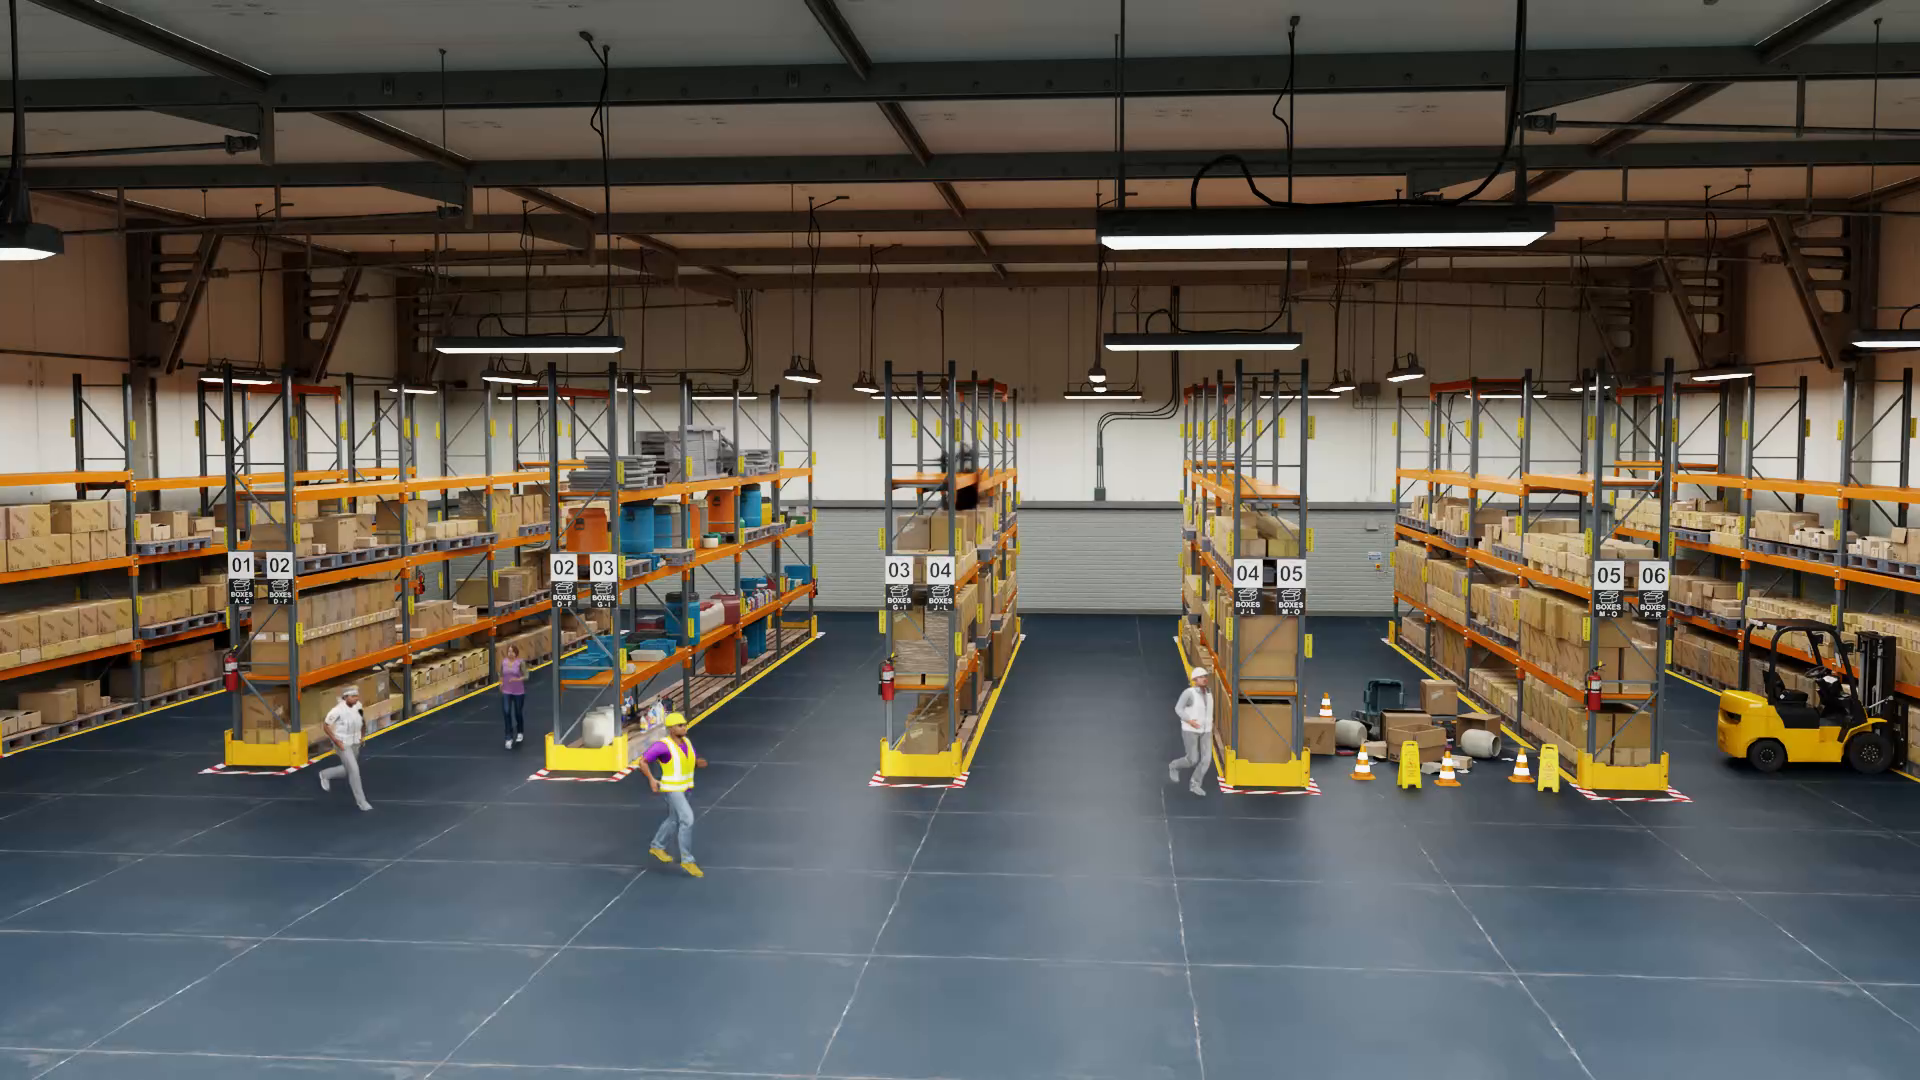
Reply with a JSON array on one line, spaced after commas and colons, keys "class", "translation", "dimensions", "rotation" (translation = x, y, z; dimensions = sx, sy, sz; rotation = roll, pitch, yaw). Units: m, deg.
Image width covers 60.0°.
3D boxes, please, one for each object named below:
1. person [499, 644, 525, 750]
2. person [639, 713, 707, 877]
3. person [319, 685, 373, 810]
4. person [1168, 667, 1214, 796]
[{"class": "person", "translation": [-7.098, 2.462, 26.344], "dimensions": [0.463, 1.636, 0.674], "rotation": [0, 4, -5]}, {"class": "person", "translation": [-3.226, 2.867, 18.892], "dimensions": [0.820, 1.821, 0.677], "rotation": [2, 4, 24]}, {"class": "person", "translation": [-8.209, 2.743, 22.144], "dimensions": [0.953, 1.684, 0.575], "rotation": [2, 4, 28]}, {"class": "person", "translation": [3.269, 2.630, 23.083], "dimensions": [0.678, 1.742, 0.678], "rotation": [-2, 4, -29]}]
